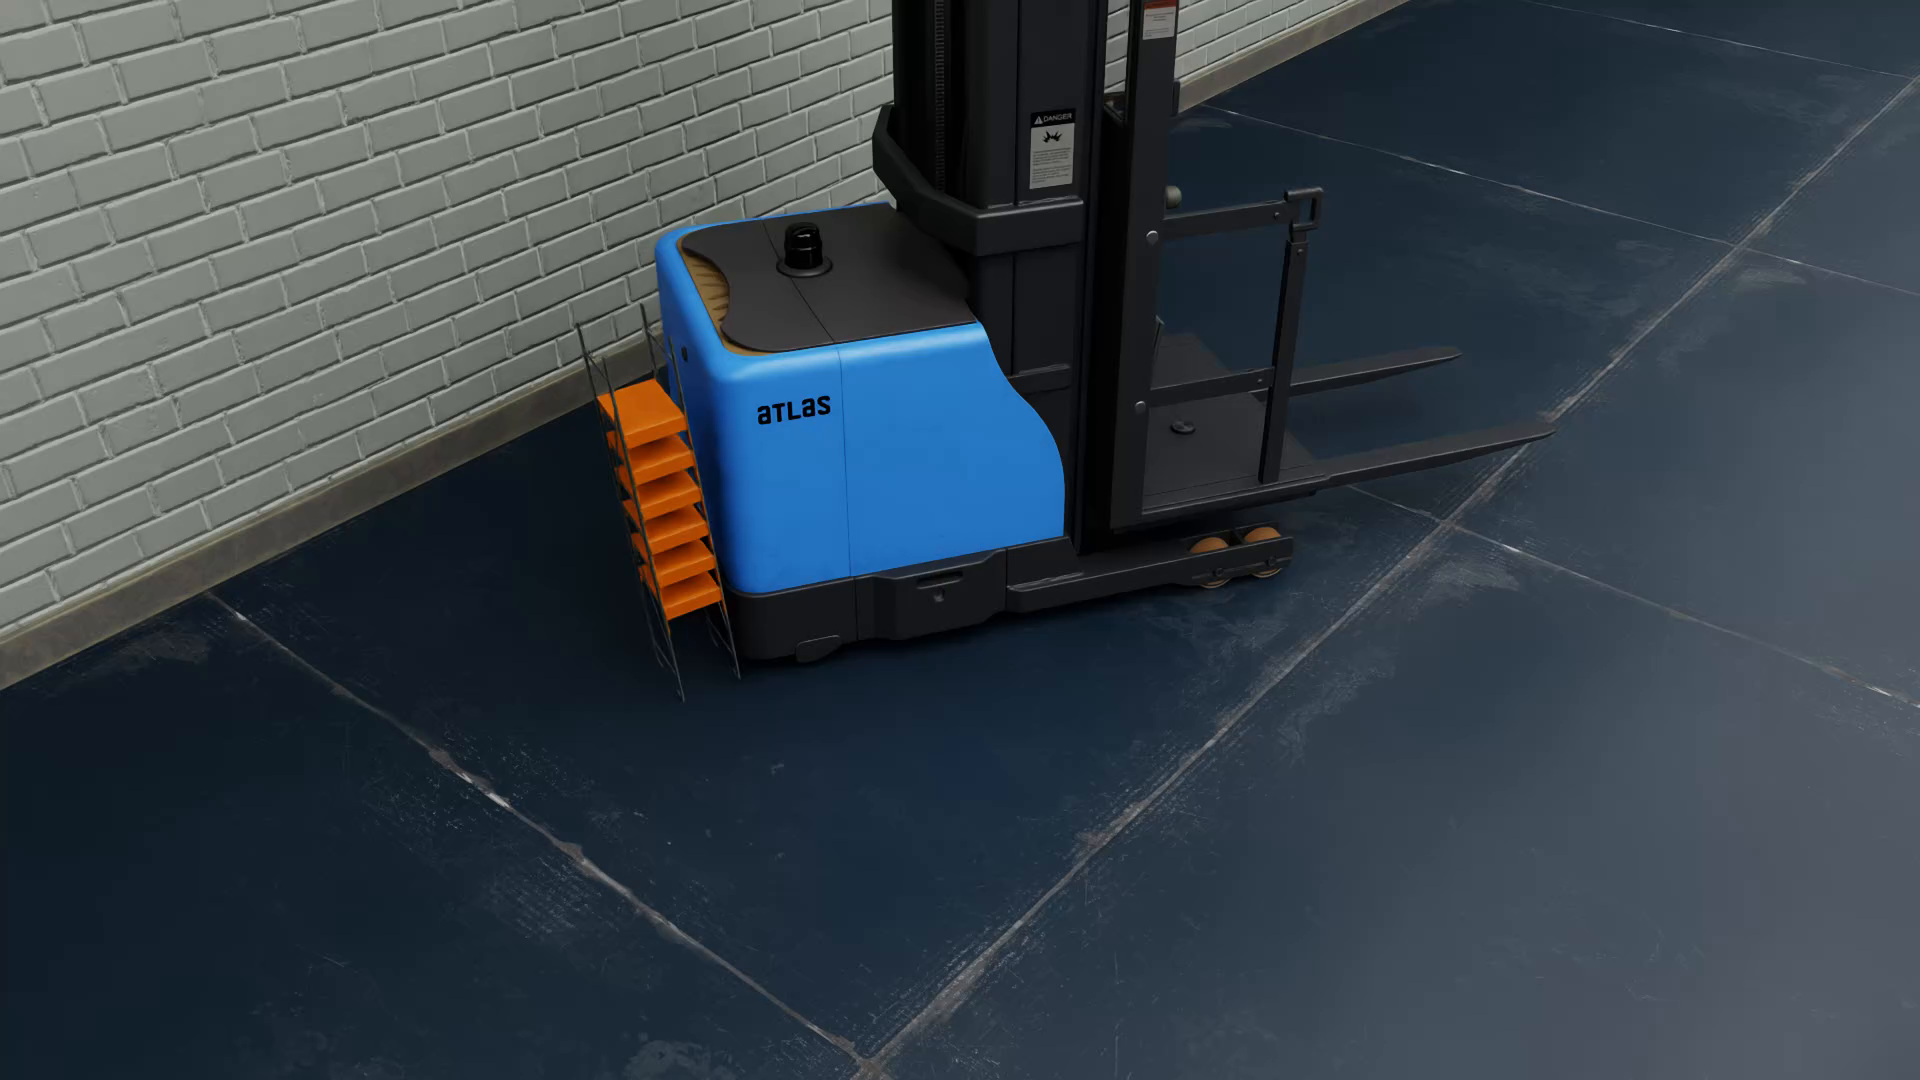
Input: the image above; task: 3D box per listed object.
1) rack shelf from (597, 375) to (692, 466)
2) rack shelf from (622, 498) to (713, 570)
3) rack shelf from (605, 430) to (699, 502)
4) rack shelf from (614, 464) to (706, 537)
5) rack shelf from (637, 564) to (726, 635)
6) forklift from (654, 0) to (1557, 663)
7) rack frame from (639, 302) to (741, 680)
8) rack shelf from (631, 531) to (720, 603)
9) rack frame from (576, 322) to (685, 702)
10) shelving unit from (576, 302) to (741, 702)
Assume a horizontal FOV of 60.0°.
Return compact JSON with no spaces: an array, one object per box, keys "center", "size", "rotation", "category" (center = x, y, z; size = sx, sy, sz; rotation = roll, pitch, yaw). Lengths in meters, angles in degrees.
[{"center":[-0.879,-0.333,4.609],"size":[0.180,0.103,0.258],"rotation":[-21,39,-20],"category":"rack shelf"},{"center":[-0.853,-0.045,4.823],"size":[0.180,0.103,0.258],"rotation":[-21,39,-20],"category":"rack shelf"},{"center":[-0.870,-0.237,4.680],"size":[0.180,0.103,0.258],"rotation":[-21,39,-20],"category":"rack shelf"},{"center":[-0.861,-0.141,4.752],"size":[0.180,0.103,0.258],"rotation":[-21,39,-20],"category":"rack shelf"},{"center":[-0.835,0.146,4.966],"size":[0.180,0.103,0.258],"rotation":[-21,39,-20],"category":"rack shelf"},{"center":[0.590,-1.321,5.084],"size":[3.031,2.935,1.130],"rotation":[-11,36,-15],"category":"forklift"},{"center":[-0.776,-0.112,4.829],"size":[0.006,1.200,0.240],"rotation":[-21,39,-20],"category":"rack frame"},{"center":[-0.844,0.050,4.895],"size":[0.180,0.103,0.258],"rotation":[-21,39,-20],"category":"rack shelf"},{"center":[-0.936,-0.050,4.765],"size":[0.006,1.200,0.240],"rotation":[-21,39,-20],"category":"rack frame"},{"center":[-0.856,-0.081,4.797],"size":[0.189,1.200,0.258],"rotation":[-21,39,-20],"category":"shelving unit"}]
